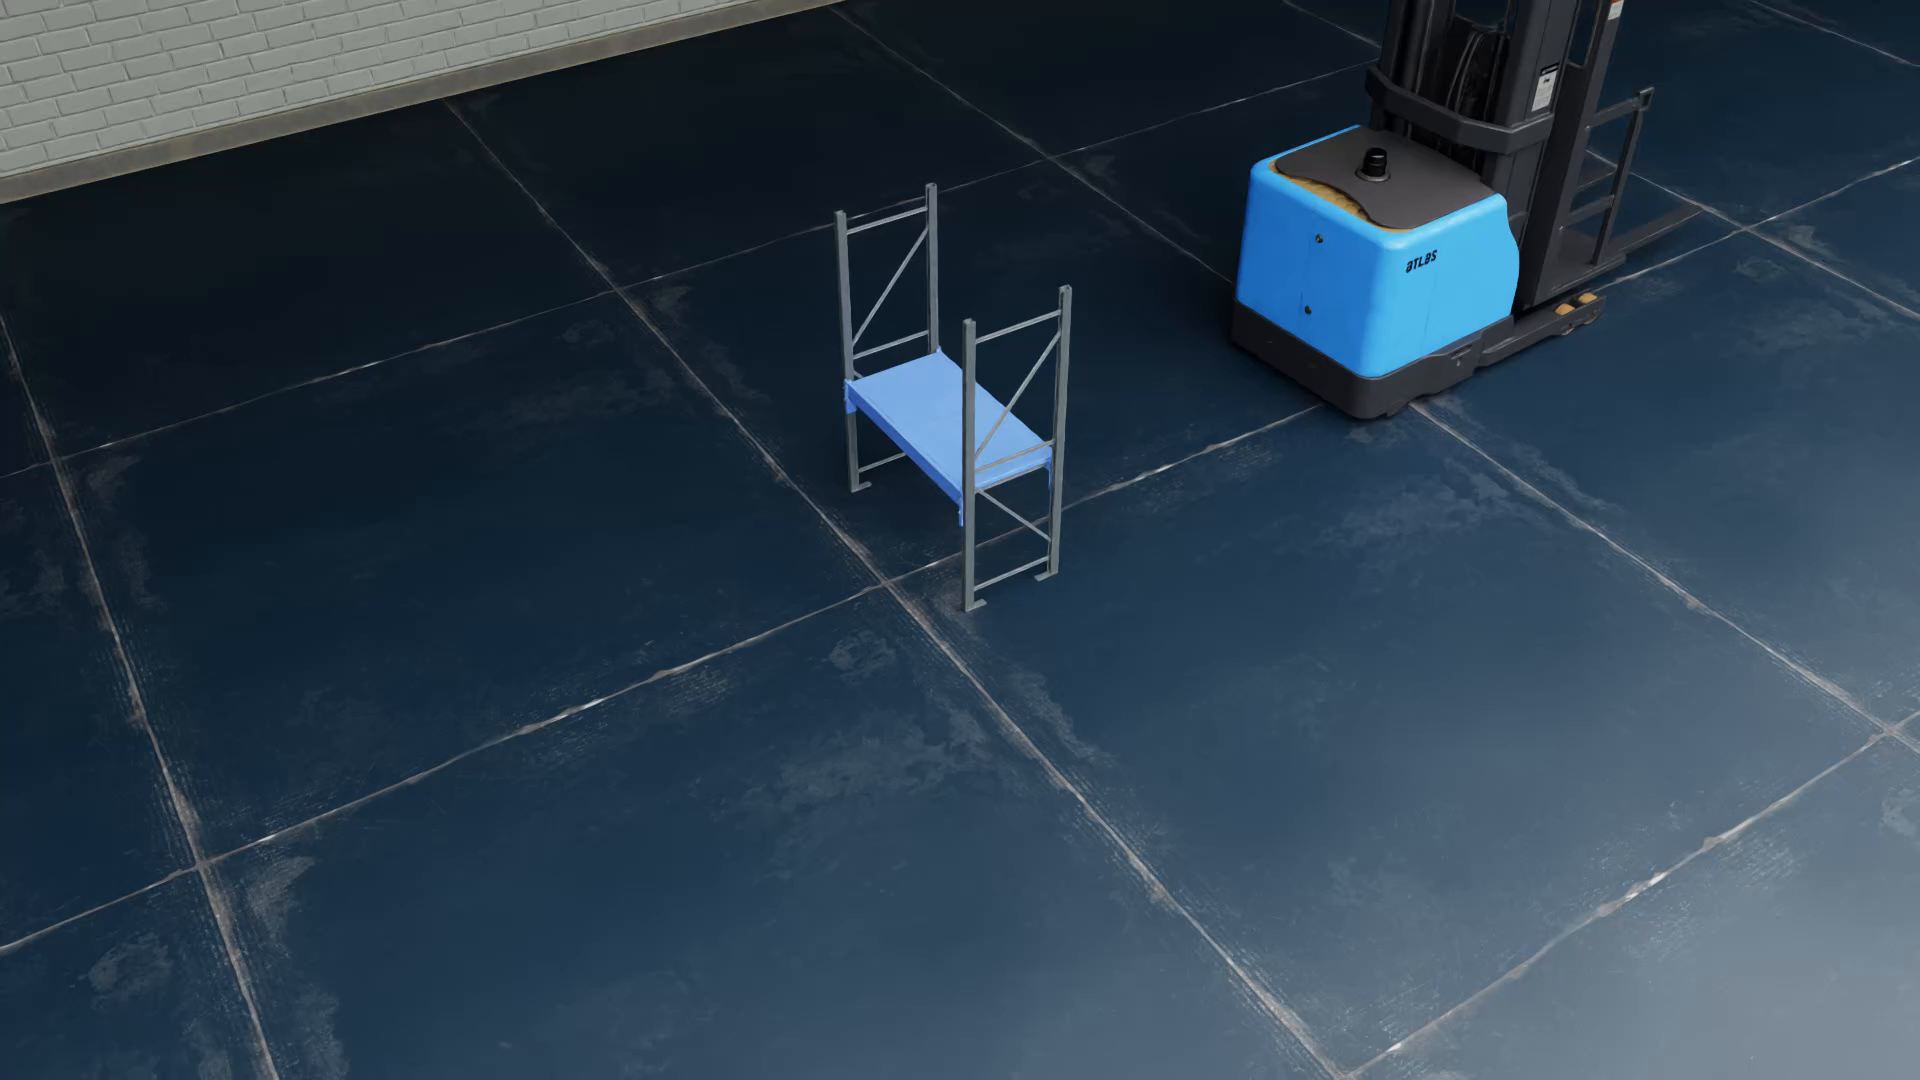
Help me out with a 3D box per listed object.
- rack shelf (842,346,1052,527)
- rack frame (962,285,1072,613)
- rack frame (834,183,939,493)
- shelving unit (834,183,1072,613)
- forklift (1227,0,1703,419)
[{"bbox_3d":[-0.046,-0.484,7.440,0.538,0.185,1.000,-22,45,-24],"label":"rack shelf"},{"bbox_3d":[0.227,-0.348,6.996,0.500,1.500,0.032,-22,45,-24],"label":"rack frame"},{"bbox_3d":[-0.319,-0.897,7.654,0.500,1.500,0.032,-22,45,-24],"label":"rack frame"},{"bbox_3d":[-0.046,-0.622,7.325,0.538,1.500,1.048,-22,45,-24],"label":"shelving unit"},{"bbox_3d":[2.933,-2.496,8.456,3.031,2.935,1.130,-25,46,-27],"label":"forklift"}]
